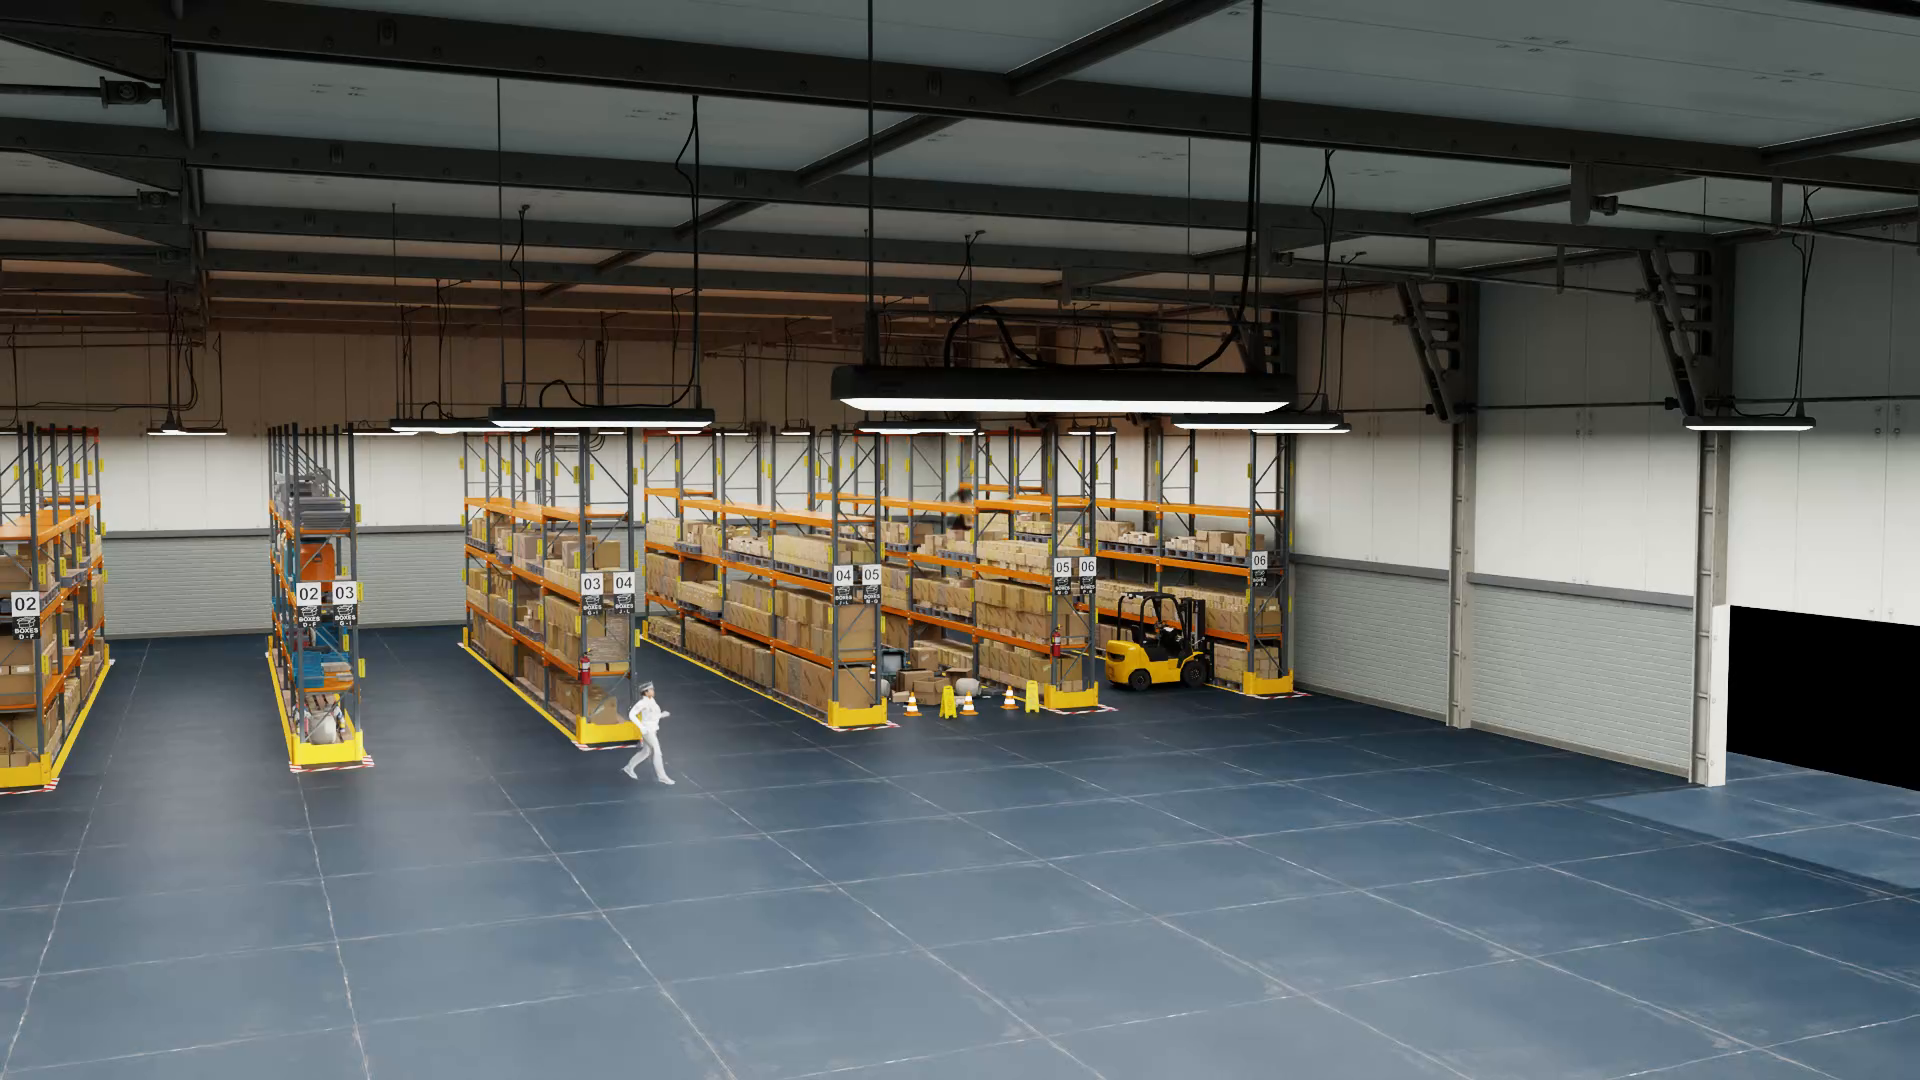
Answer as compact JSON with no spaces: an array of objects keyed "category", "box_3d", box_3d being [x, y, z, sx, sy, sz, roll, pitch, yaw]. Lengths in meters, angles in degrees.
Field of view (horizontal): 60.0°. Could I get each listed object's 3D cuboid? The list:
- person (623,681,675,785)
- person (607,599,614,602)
[{"category":"person","box_3d":[-5.131,3.173,27.471,0.897,1.692,0.606,0,4,7]},{"category":"person","box_3d":[-9.392,2.062,45.381,0.720,1.805,1.060,-1,4,-17]}]
